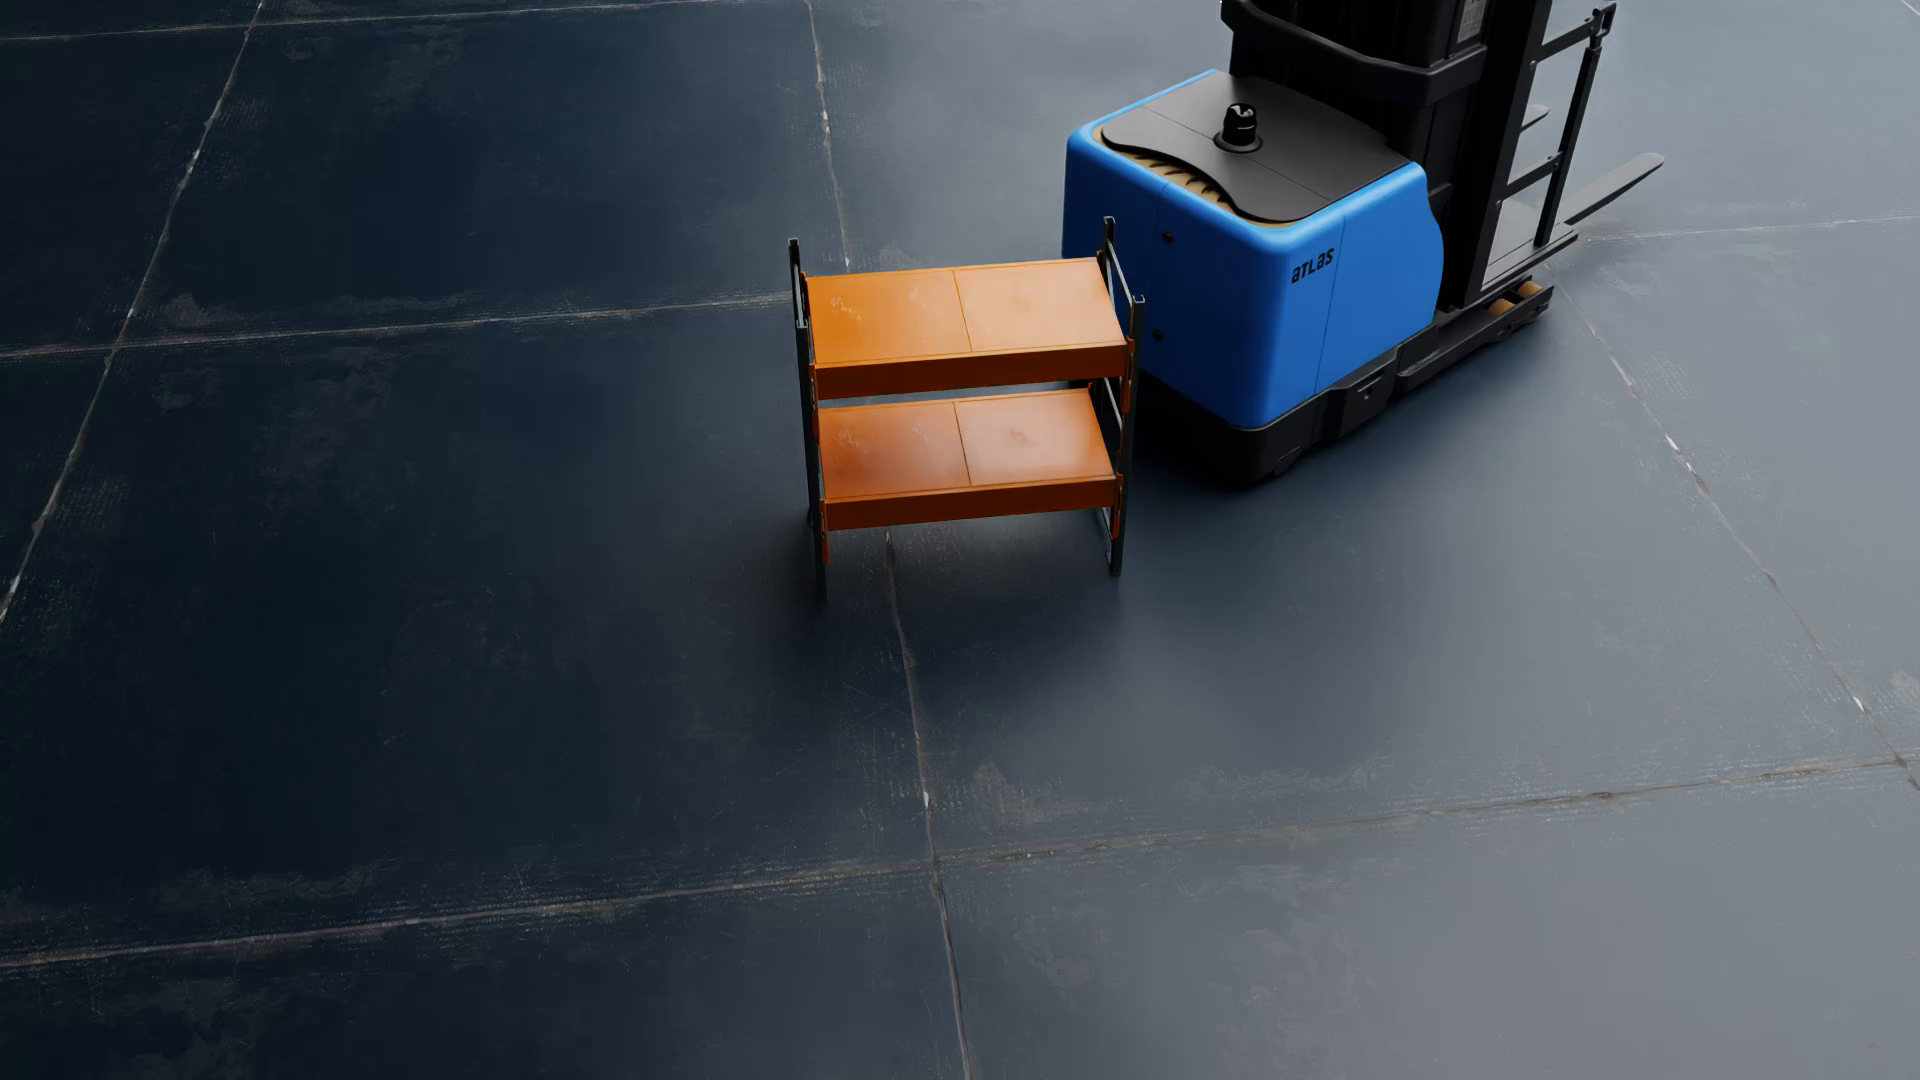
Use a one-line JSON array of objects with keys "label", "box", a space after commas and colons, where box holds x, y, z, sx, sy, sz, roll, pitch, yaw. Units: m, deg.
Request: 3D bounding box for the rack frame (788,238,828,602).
[{"label": "rack frame", "box": [-0.497, -0.374, 5.469, 0.032, 1.125, 0.500, -5, 42, -6]}]

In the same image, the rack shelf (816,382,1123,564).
[{"label": "rack shelf", "box": [0.007, -0.237, 5.681, 1.000, 0.278, 0.538, -5, 42, -6]}]

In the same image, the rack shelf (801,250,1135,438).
[{"label": "rack shelf", "box": [0.007, -0.636, 5.322, 1.000, 0.278, 0.538, -5, 42, -6]}]

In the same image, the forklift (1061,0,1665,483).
[{"label": "forklift", "box": [1.808, -2.143, 6.081, 3.031, 2.935, 1.130, -30, 50, -29]}]

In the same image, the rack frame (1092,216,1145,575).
[{"label": "rack frame", "box": [0.511, -0.462, 5.566, 0.032, 1.125, 0.500, -5, 42, -6]}]

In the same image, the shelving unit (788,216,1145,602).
[{"label": "shelving unit", "box": [0.007, -0.418, 5.518, 1.048, 1.125, 0.538, -5, 42, -6]}]
